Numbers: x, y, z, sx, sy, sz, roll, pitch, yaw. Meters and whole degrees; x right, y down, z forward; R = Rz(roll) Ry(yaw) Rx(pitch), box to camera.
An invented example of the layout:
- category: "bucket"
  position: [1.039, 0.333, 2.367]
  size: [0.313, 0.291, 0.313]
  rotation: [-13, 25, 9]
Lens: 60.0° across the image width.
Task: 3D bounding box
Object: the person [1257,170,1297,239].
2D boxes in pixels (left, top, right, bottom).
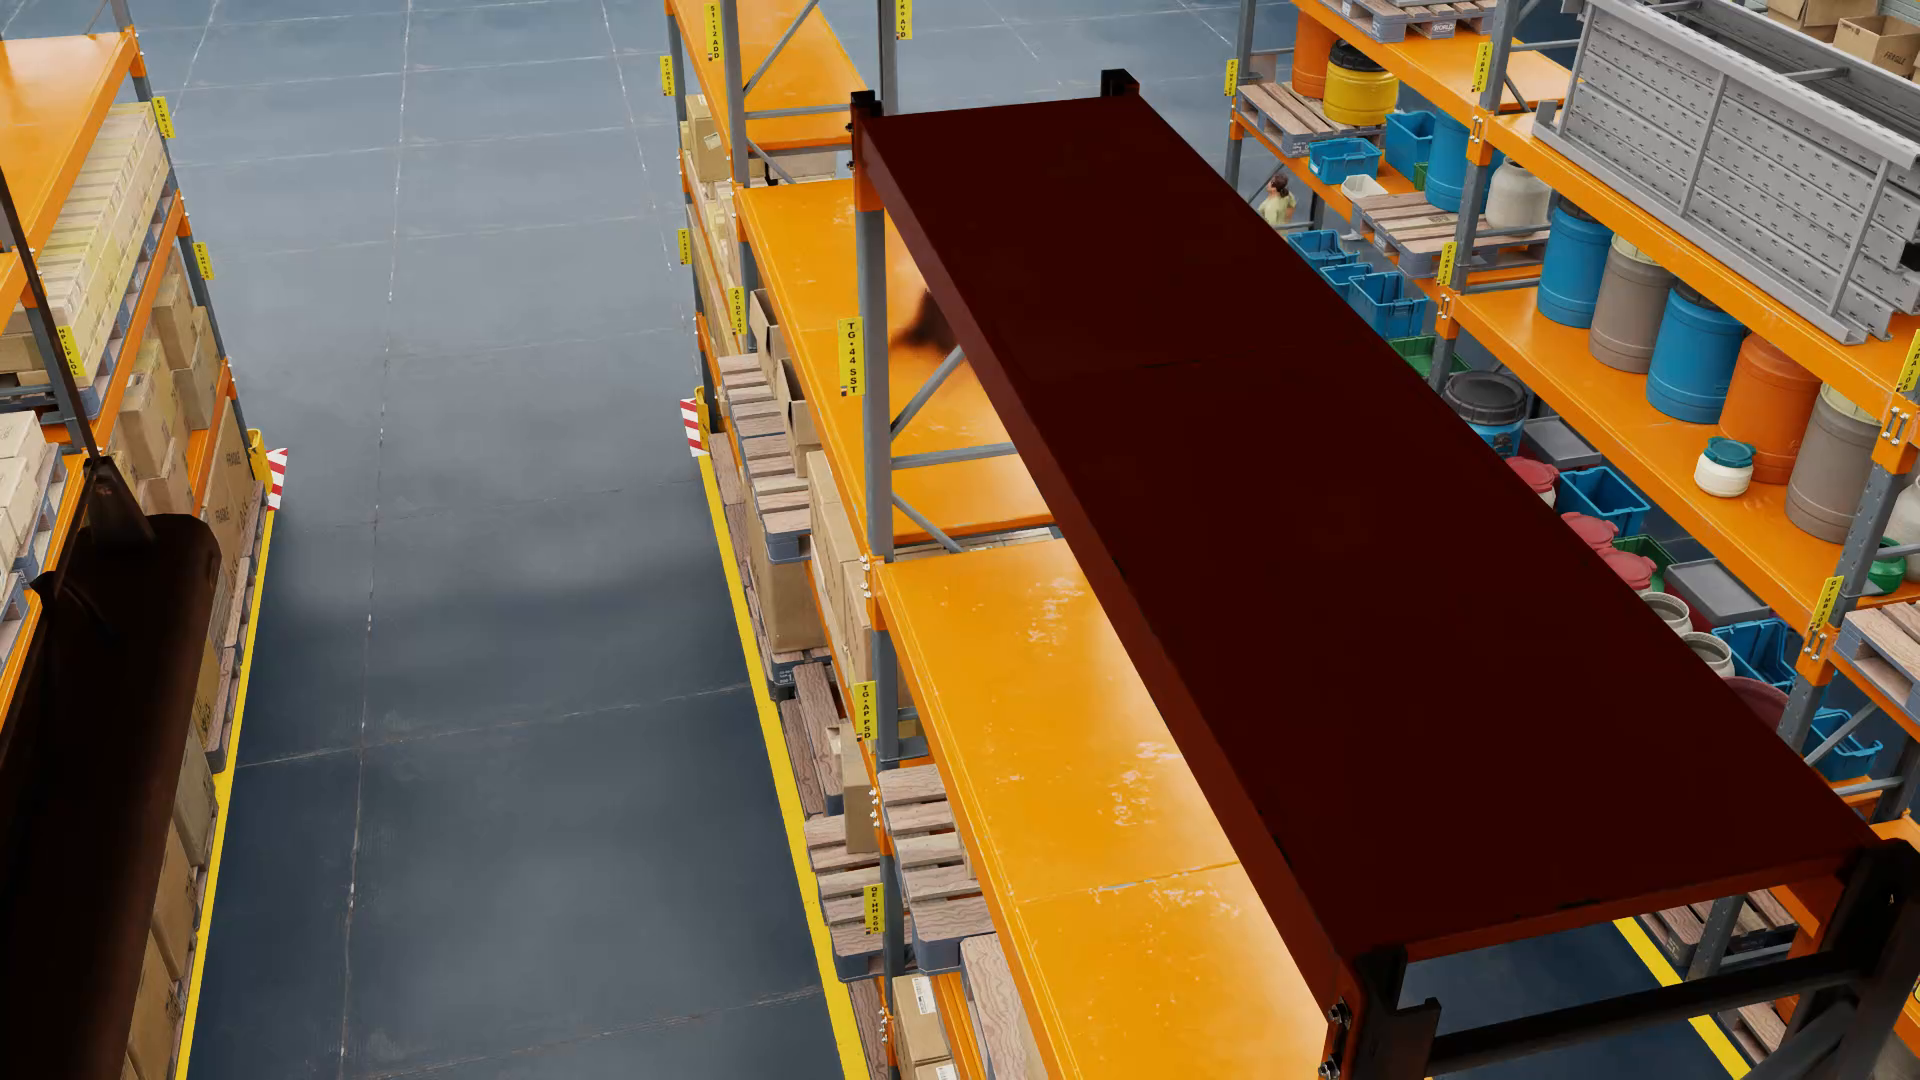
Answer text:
- category: "person"
  position: [3.142, -3.102, 17.202]
  size: [0.516, 1.596, 0.613]
  rotation: [15, 37, 20]

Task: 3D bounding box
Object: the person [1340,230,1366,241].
- category: "person"
  position: [4.821, -4.173, 18.688]
  size: [0.872, 1.759, 0.696]
  rotation: [3, 35, 5]

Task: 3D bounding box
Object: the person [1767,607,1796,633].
- category: "person"
  position: [5.848, 0.566, 11.876]
  size: [0.507, 1.620, 0.679]
  rotation: [-8, 35, -11]
